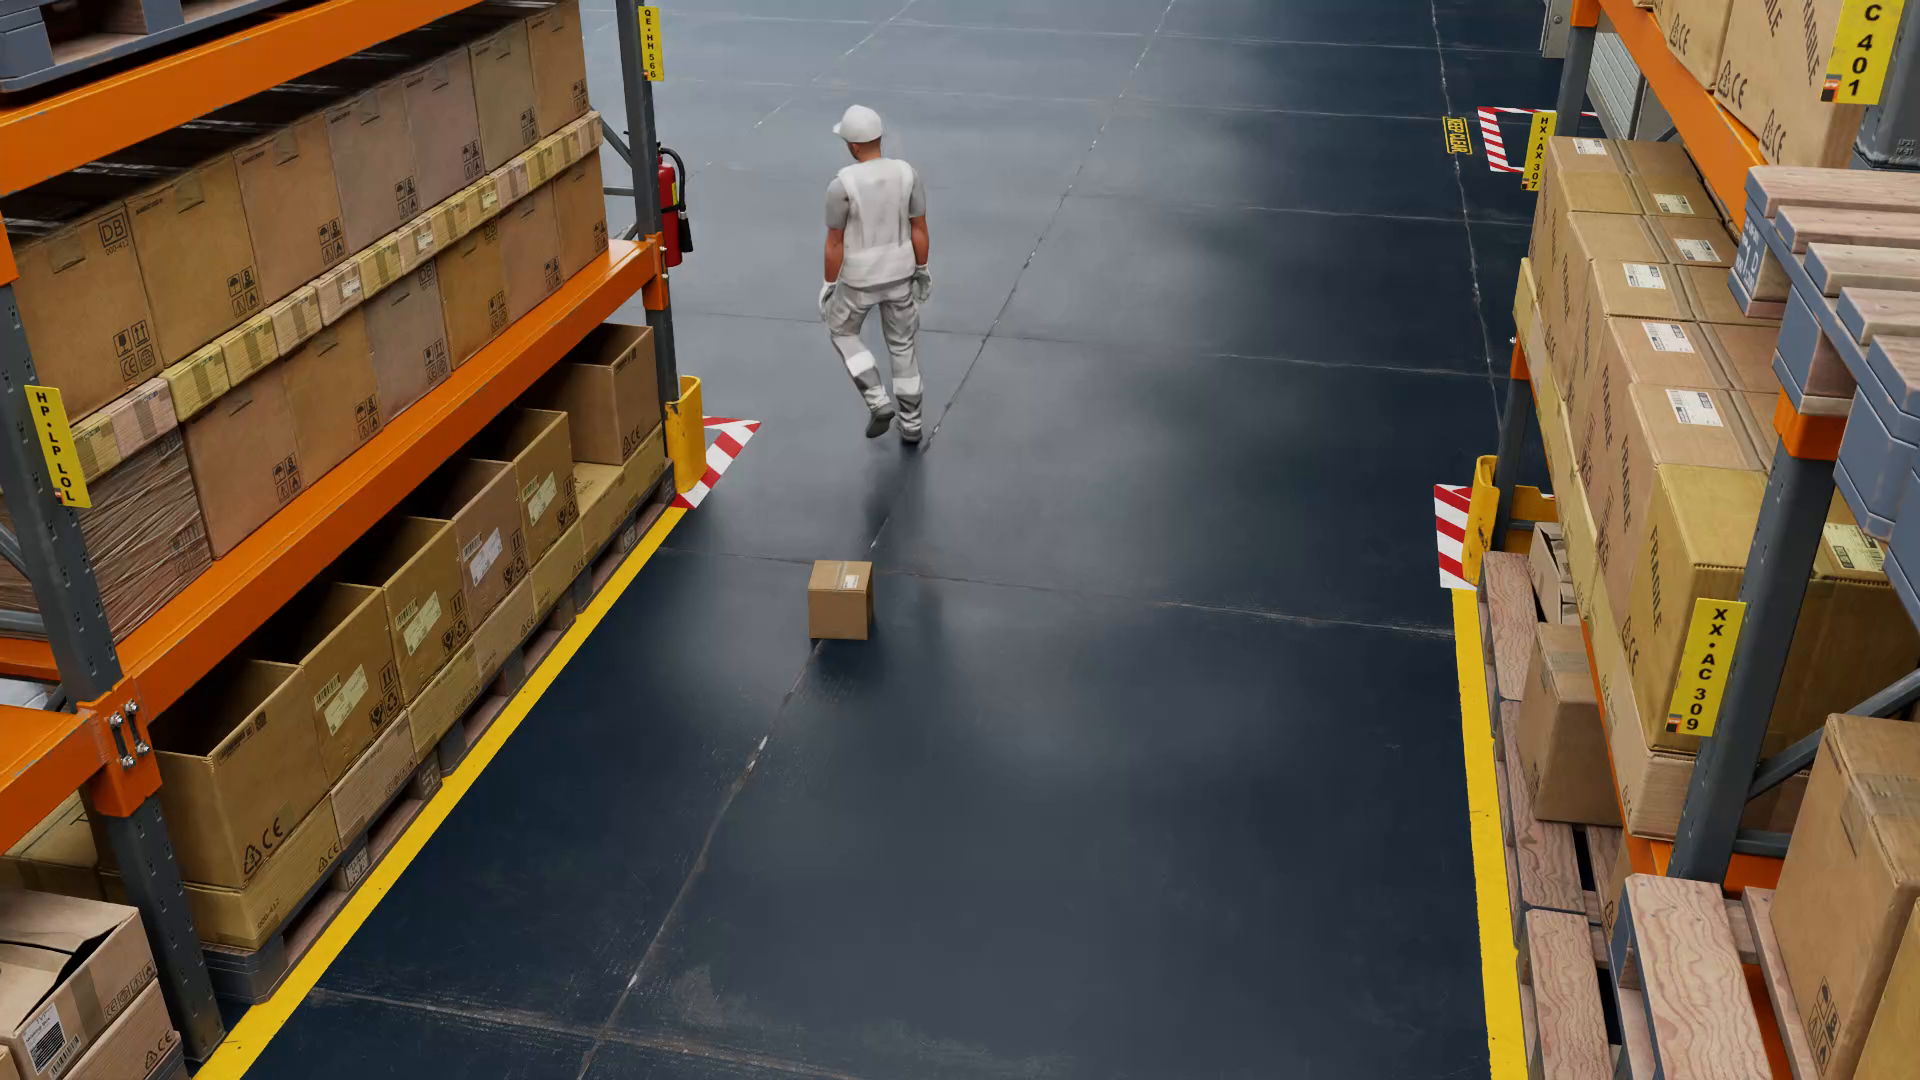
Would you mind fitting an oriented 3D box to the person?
[{"bbox_3d":[-0.454,-1.346,8.540,0.636,1.771,0.453,-10,30,-18],"label":"person"}]
